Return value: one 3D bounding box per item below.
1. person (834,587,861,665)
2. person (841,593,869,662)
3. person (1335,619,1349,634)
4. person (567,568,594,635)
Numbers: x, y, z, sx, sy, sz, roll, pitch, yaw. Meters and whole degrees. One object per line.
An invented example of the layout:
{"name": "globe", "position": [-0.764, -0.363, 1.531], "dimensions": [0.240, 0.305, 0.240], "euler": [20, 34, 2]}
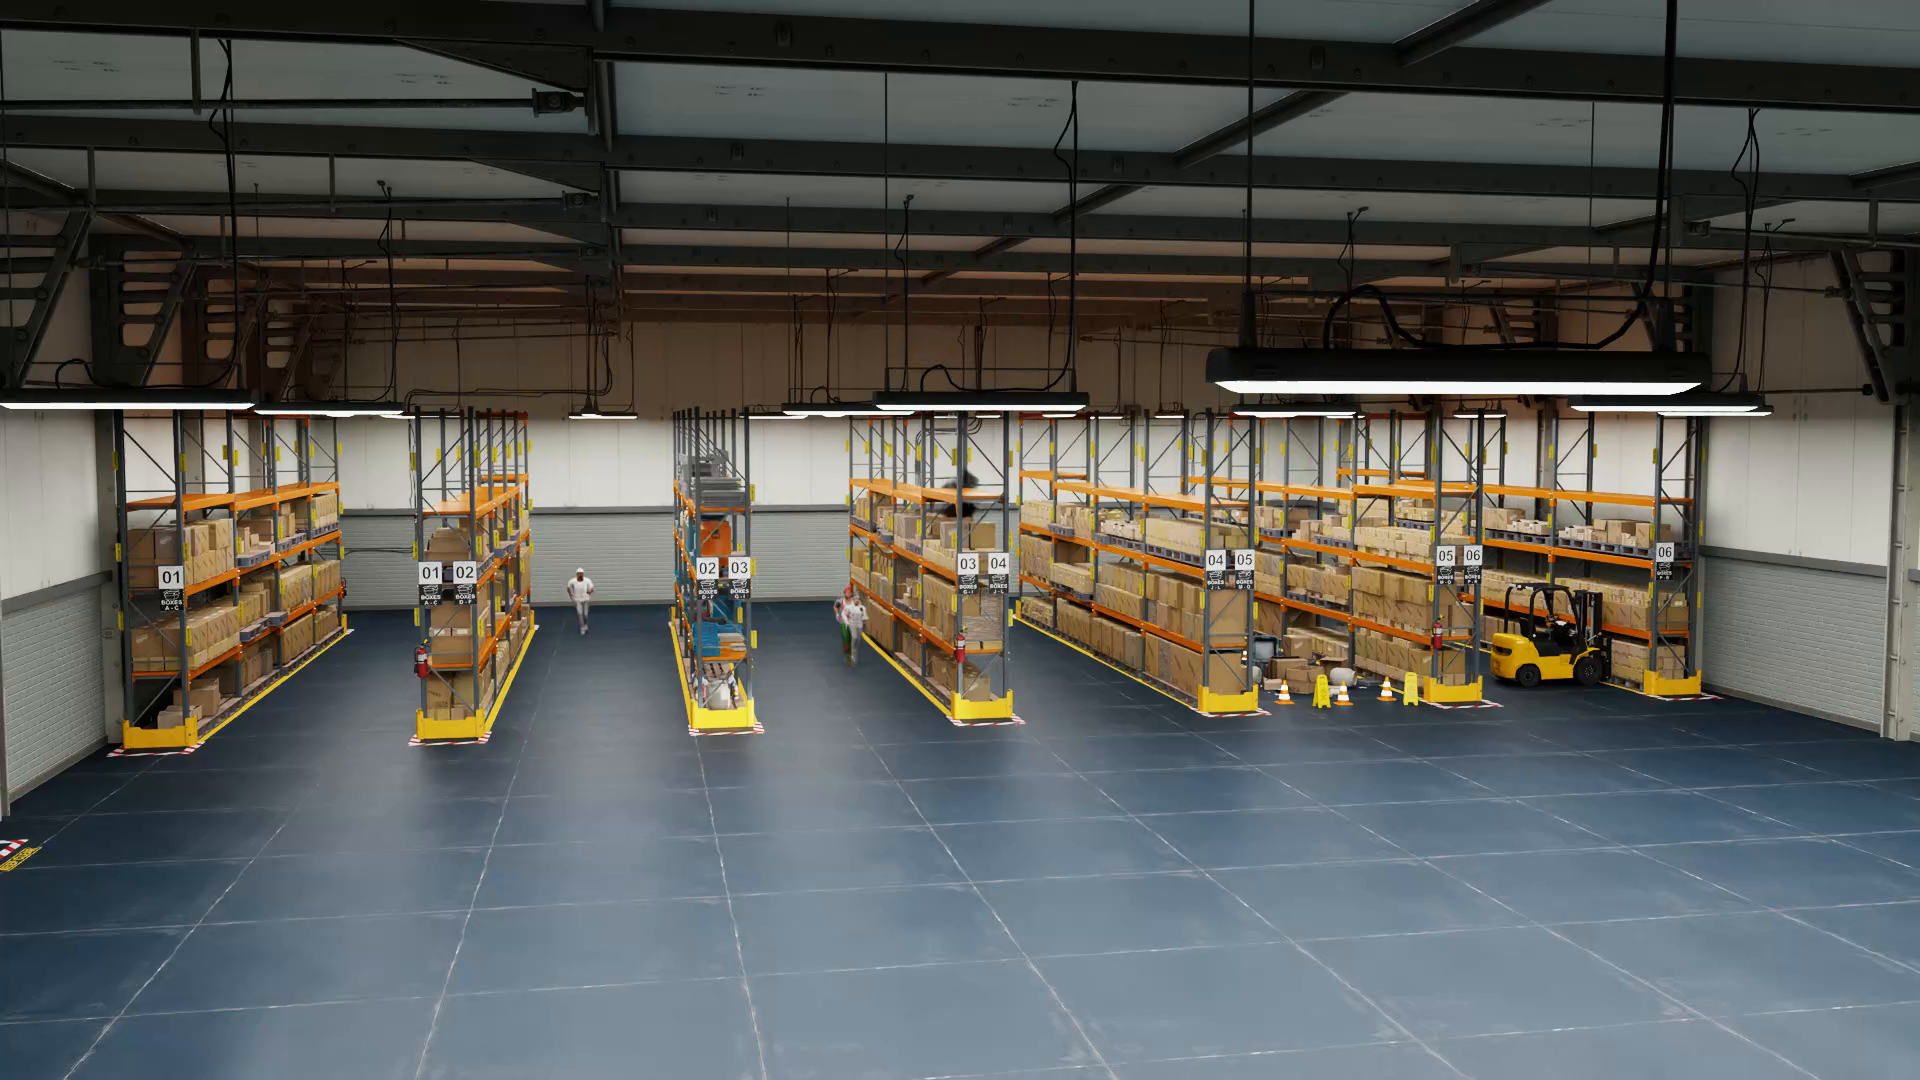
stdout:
{"name": "person", "position": [-2.649, 2.016, 39.662], "dimensions": [0.621, 1.811, 1.117], "euler": [-1, 4, -19]}
{"name": "person", "position": [-2.448, 2.063, 39.050], "dimensions": [0.576, 1.657, 0.792], "euler": [-2, 4, -20]}
{"name": "person", "position": [9.849, 1.882, 42.547], "dimensions": [0.593, 1.622, 0.546], "euler": [-1, 4, -17]}
{"name": "person", "position": [-10.245, 1.645, 44.955], "dimensions": [0.706, 1.778, 0.869], "euler": [-1, 4, -17]}
